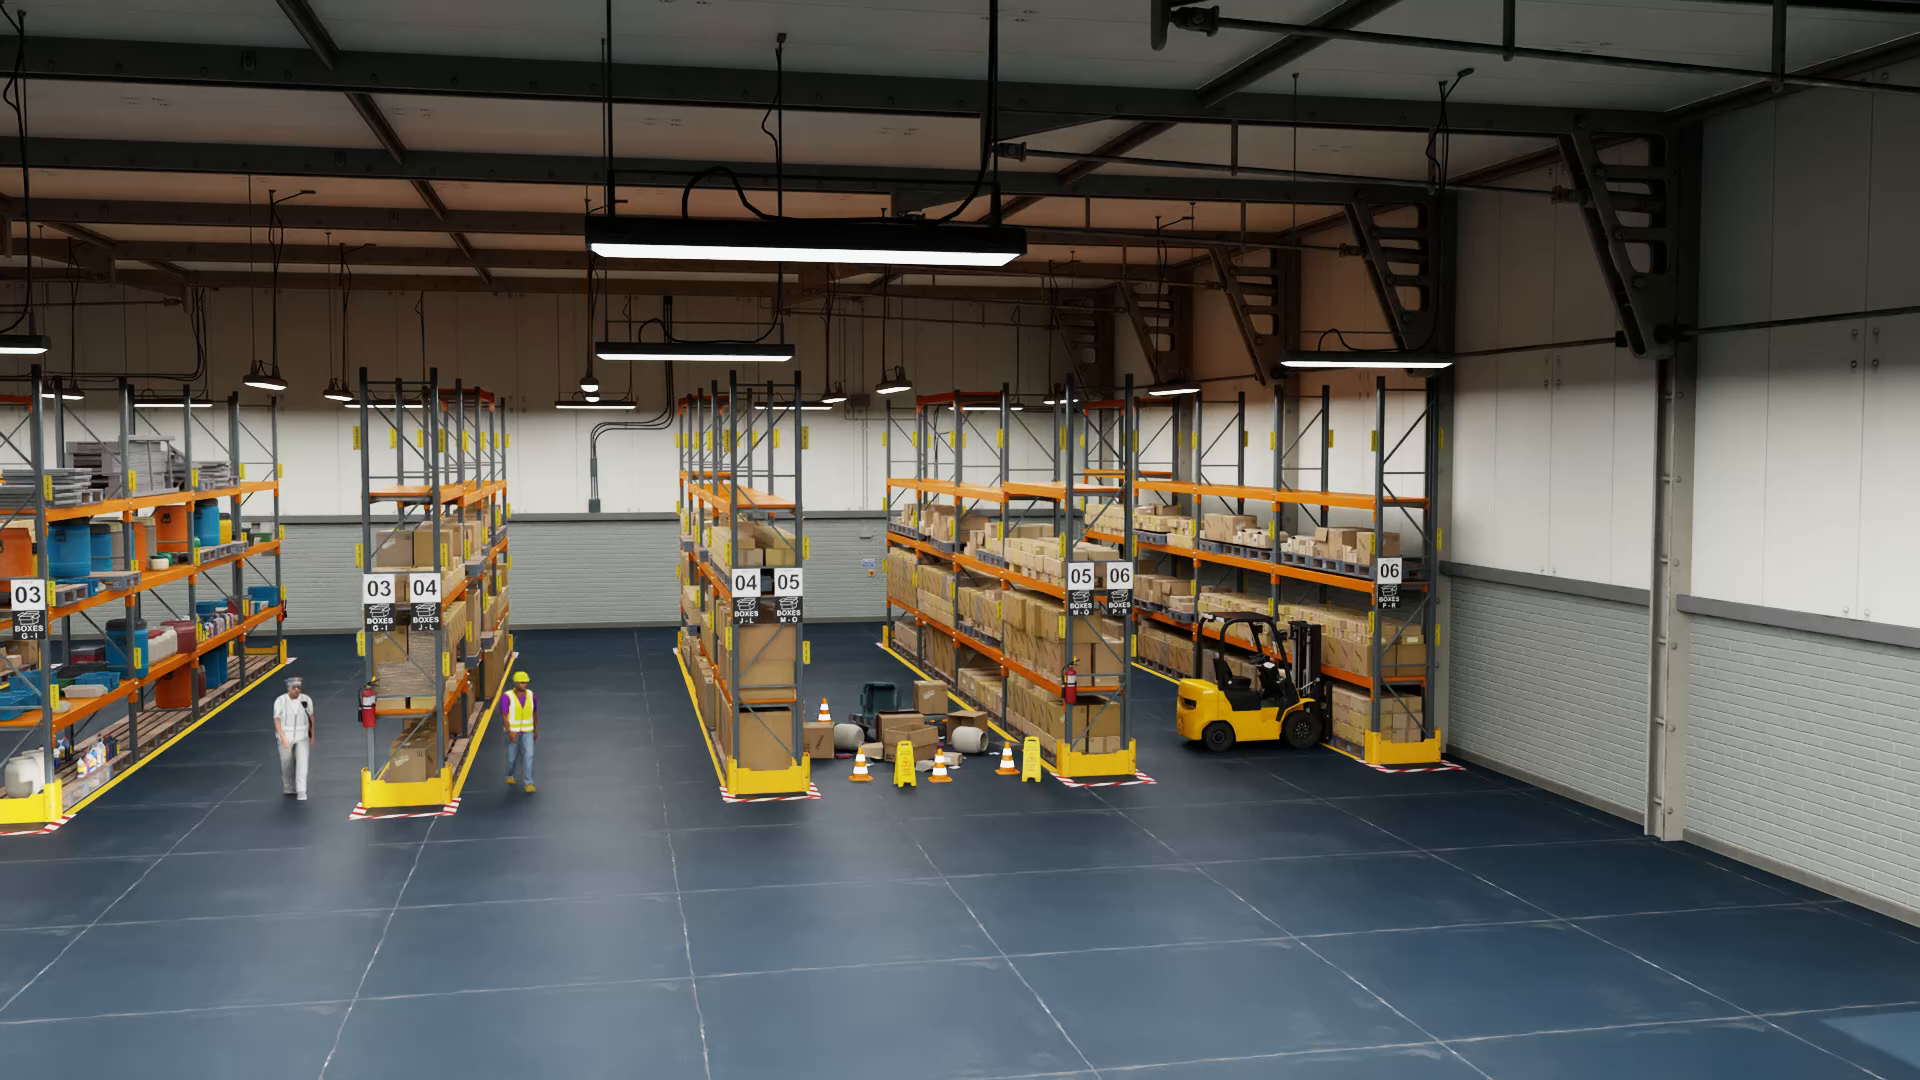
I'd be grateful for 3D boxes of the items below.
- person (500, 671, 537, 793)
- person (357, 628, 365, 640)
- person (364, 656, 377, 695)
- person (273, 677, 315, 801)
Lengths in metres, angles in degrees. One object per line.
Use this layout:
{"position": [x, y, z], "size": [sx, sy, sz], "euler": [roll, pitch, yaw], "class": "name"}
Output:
{"position": [-6.276, 2.733, 23.792], "size": [0.574, 1.700, 1.050], "euler": [-2, 4, -29], "class": "person"}
{"position": [-14.301, 1.699, 40.870], "size": [1.145, 1.733, 0.598], "euler": [0, 3, 3], "class": "person"}
{"position": [-11.423, 2.267, 32.626], "size": [0.572, 1.618, 0.543], "euler": [-1, 4, -22], "class": "person"}
{"position": [-9.285, 2.751, 23.226], "size": [0.546, 1.693, 1.029], "euler": [-2, 4, -27], "class": "person"}
